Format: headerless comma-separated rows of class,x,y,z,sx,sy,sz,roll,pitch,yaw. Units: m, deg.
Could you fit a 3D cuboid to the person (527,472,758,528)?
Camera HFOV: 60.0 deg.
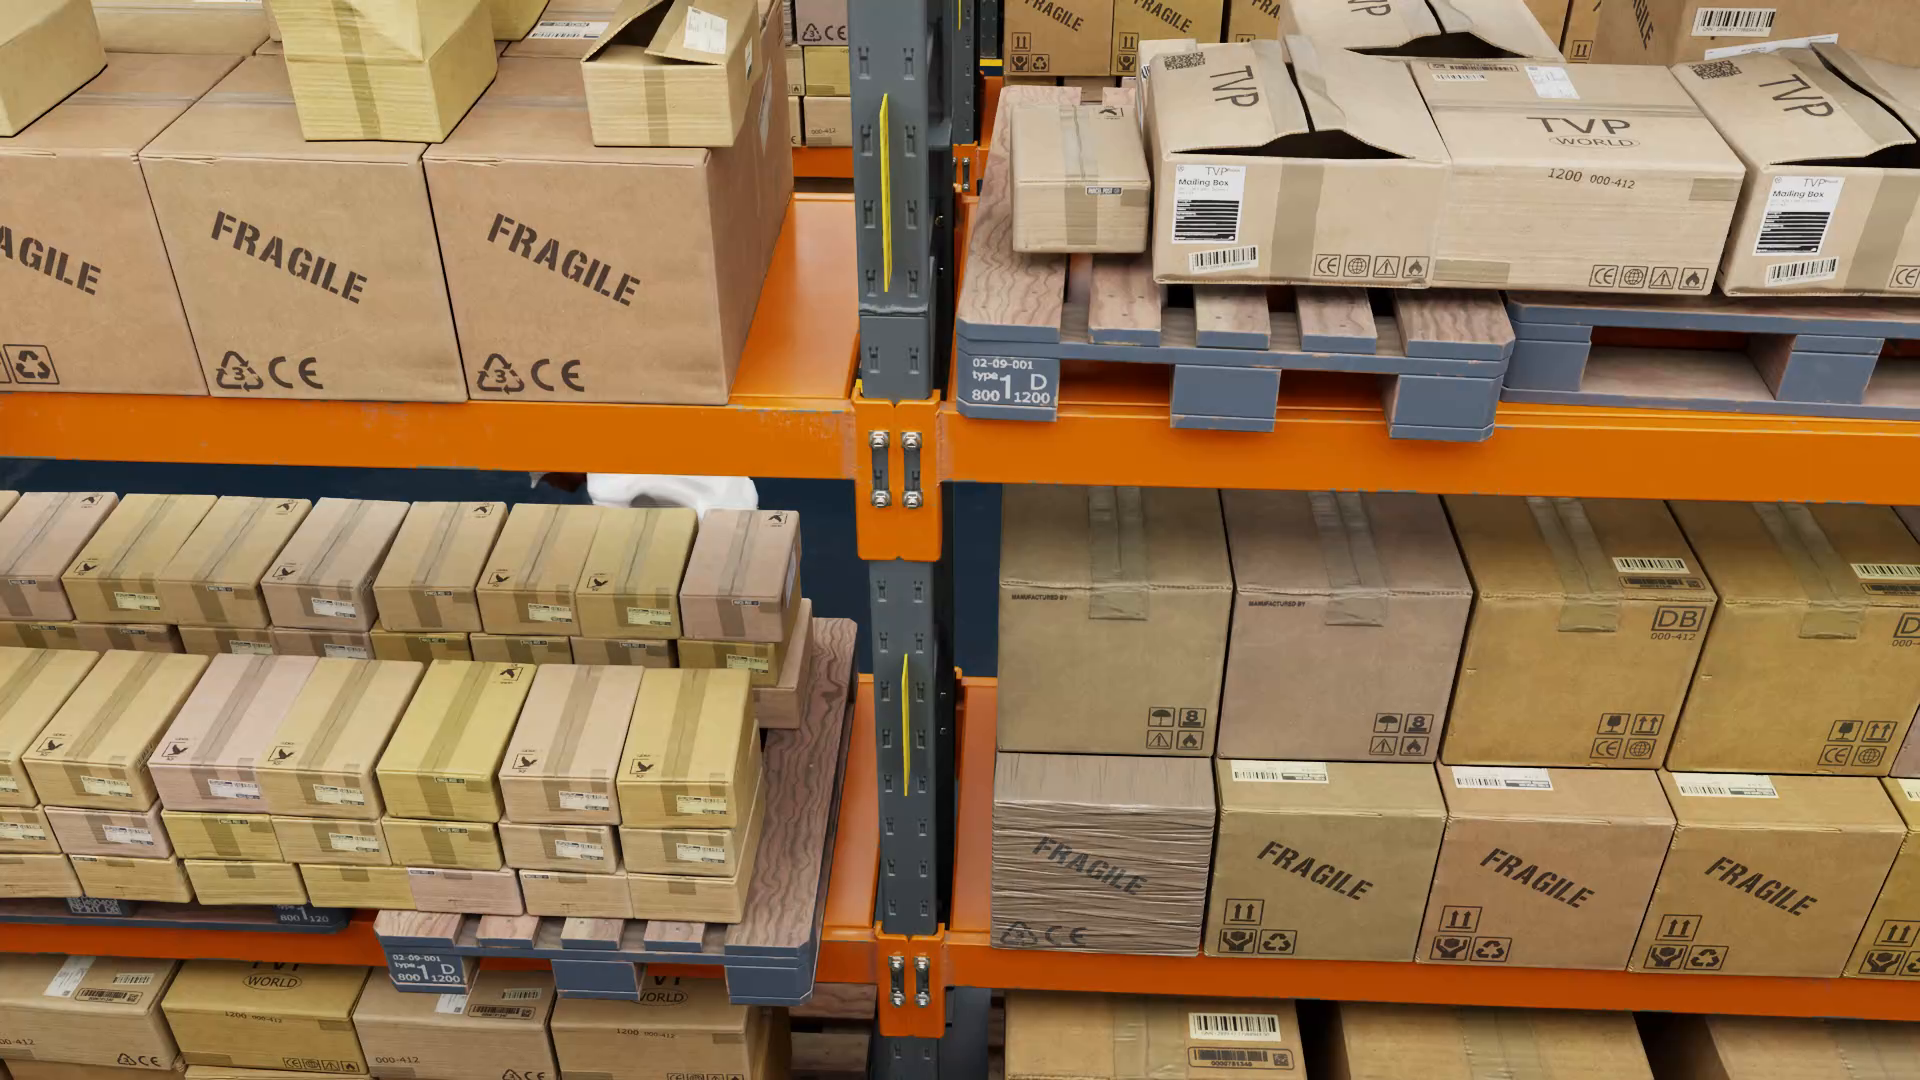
person,-1.289,-0.035,6.829,0.916,1.014,0.533,0,35,1
